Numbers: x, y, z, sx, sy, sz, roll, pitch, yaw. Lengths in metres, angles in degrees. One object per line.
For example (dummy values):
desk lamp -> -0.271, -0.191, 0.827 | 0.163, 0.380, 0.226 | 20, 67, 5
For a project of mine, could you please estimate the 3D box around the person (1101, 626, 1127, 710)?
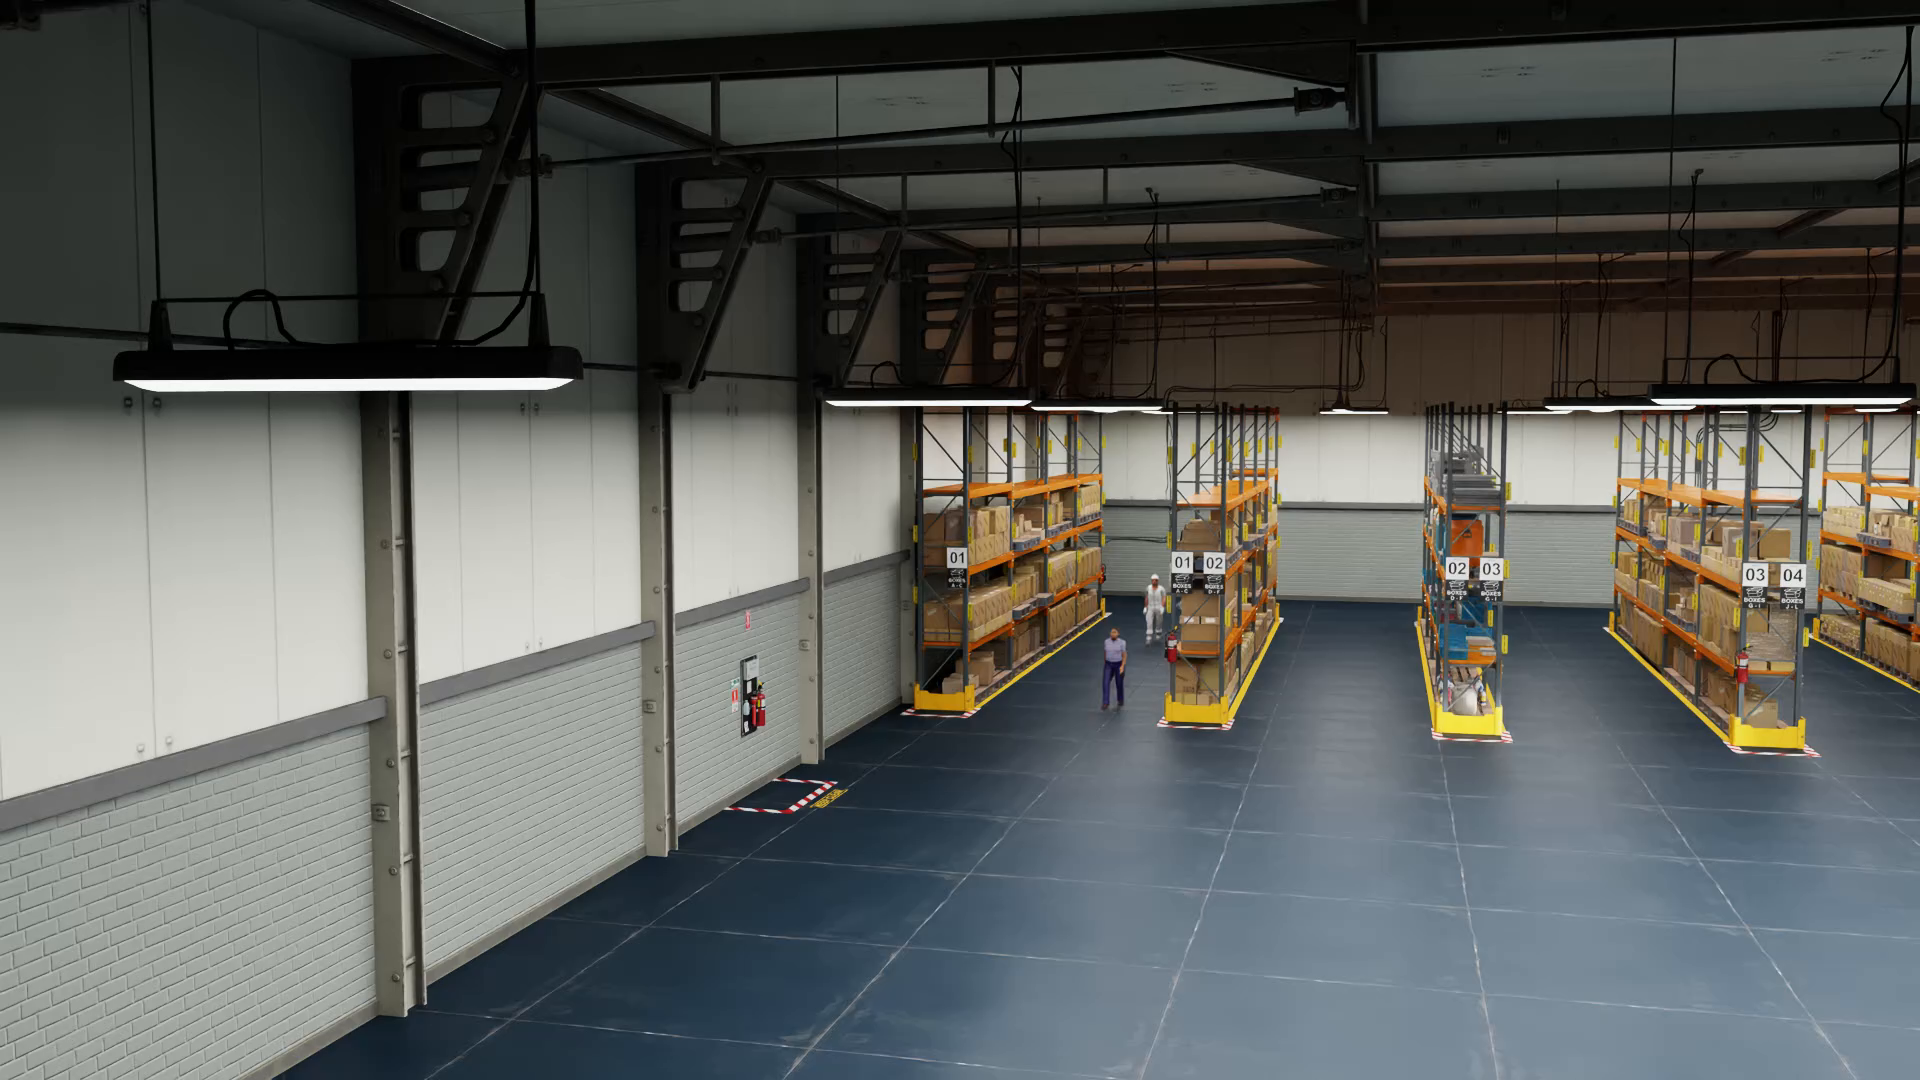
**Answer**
person -> 3.026, 2.537, 32.567 | 0.491, 1.521, 0.947 | 1, 4, 16

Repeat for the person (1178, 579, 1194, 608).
person -> 6.794, 1.330, 48.841 | 0.941, 1.552, 0.474 | 3, 5, 39

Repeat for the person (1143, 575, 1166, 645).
person -> 4.890, 1.737, 41.812 | 0.577, 1.721, 1.050 | 1, 4, 9
